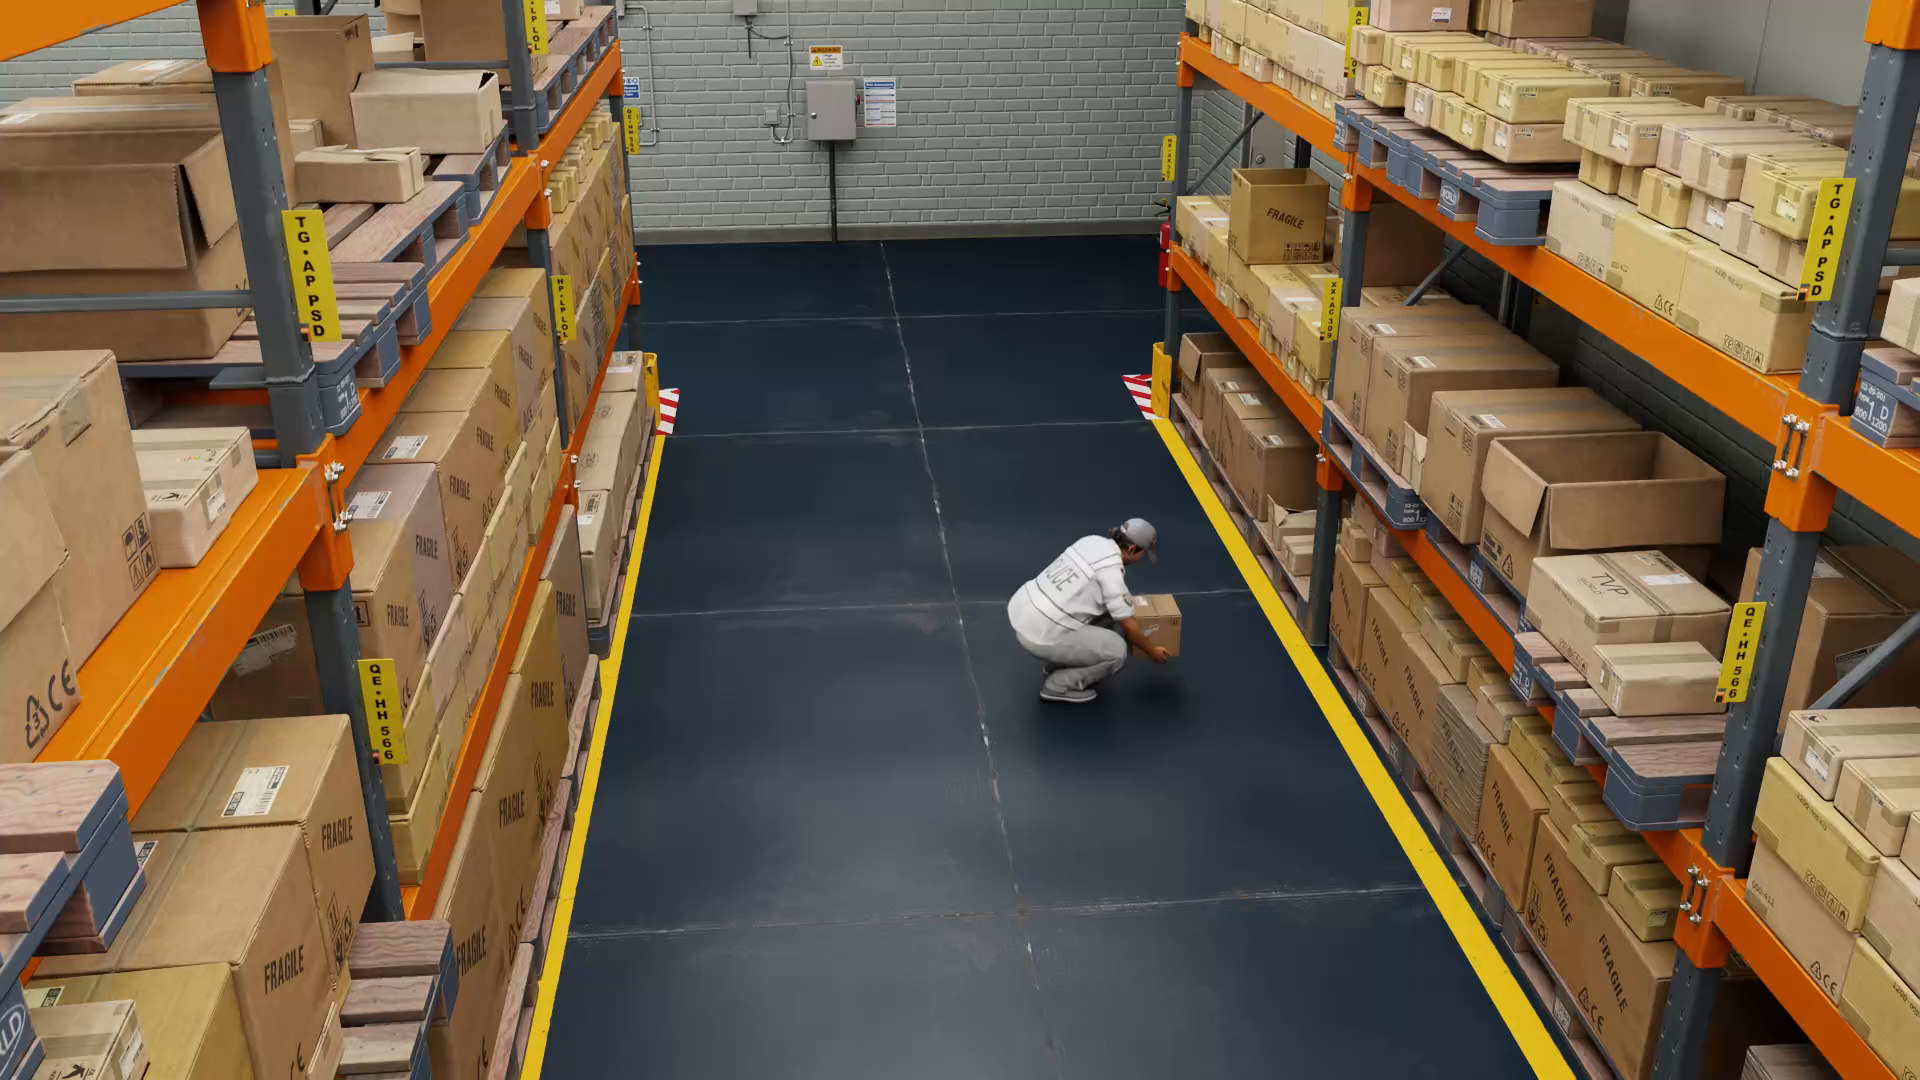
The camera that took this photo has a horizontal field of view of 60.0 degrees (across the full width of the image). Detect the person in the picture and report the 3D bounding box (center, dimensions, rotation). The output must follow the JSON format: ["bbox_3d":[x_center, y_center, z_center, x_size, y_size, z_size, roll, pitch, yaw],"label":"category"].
[{"bbox_3d":[0.677,0.353,8.718,0.845,0.937,0.518,-2,24,-5],"label":"person"}]
